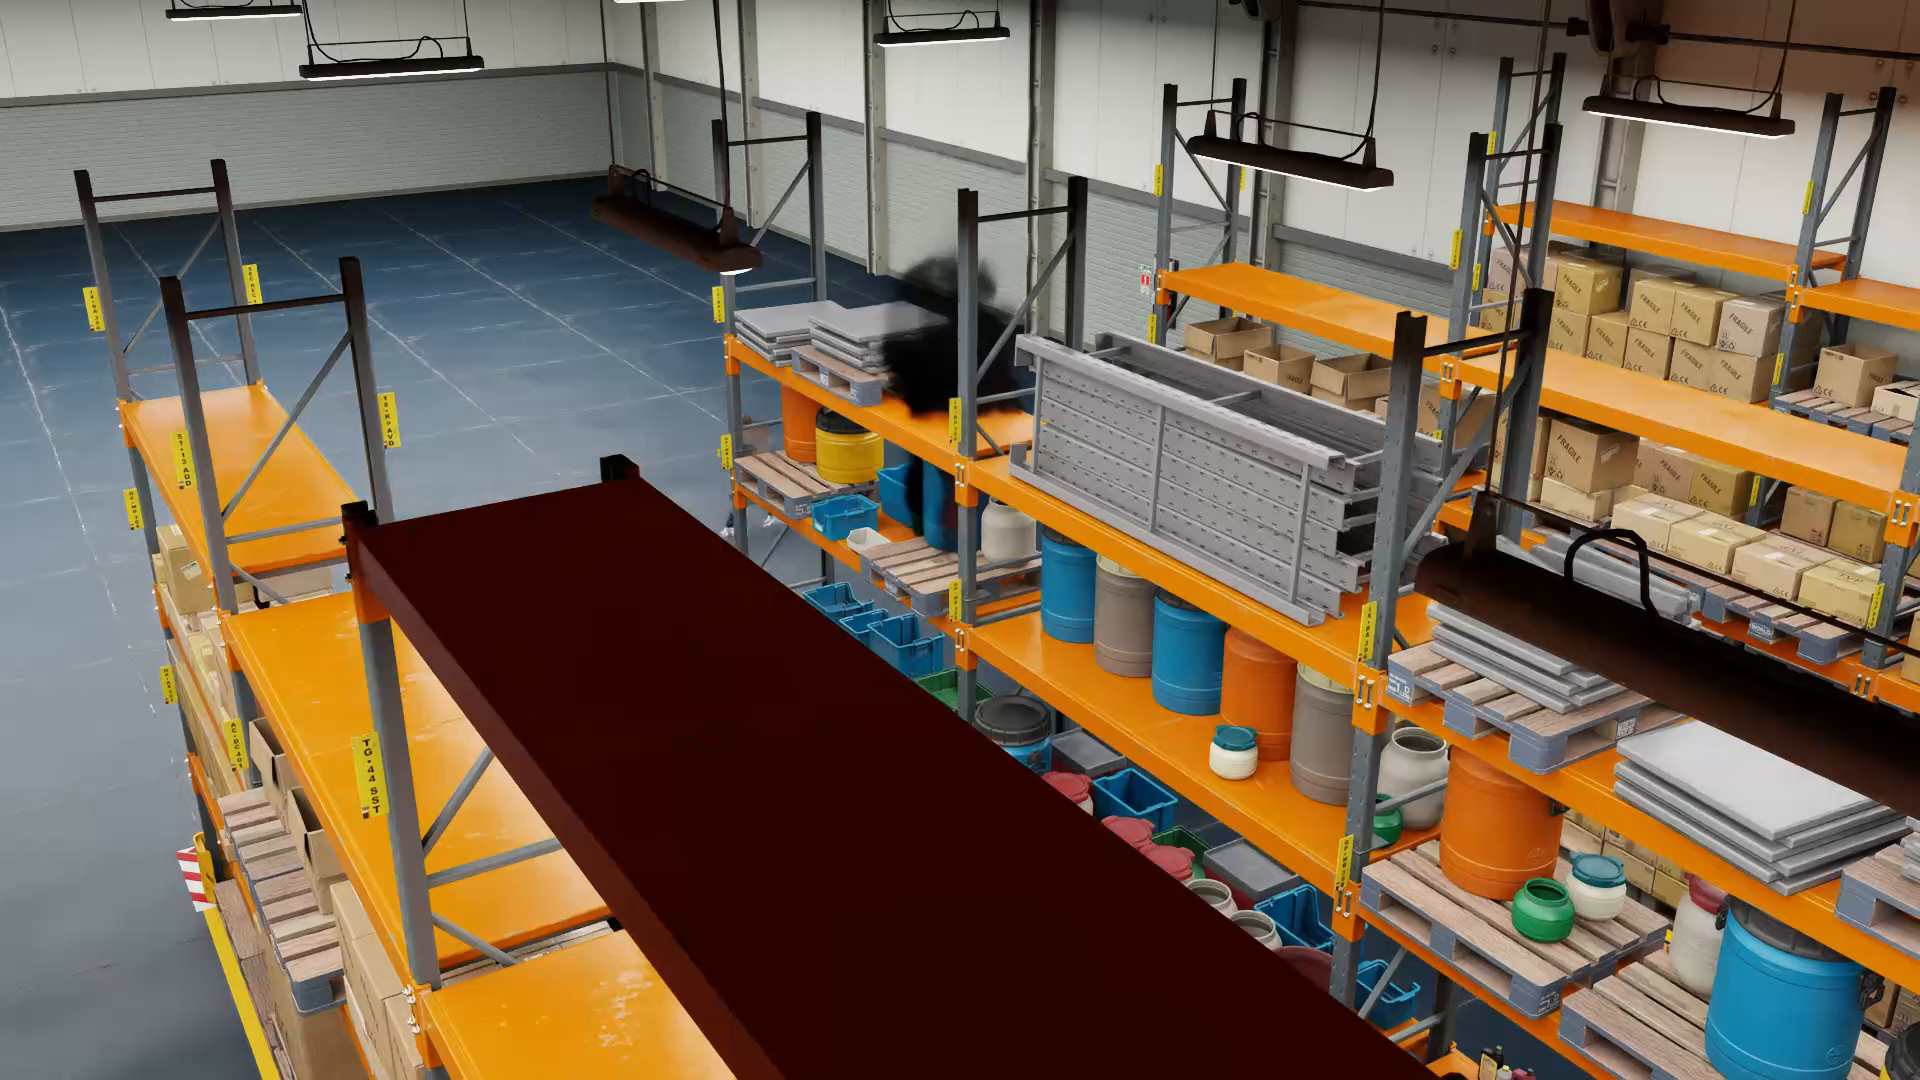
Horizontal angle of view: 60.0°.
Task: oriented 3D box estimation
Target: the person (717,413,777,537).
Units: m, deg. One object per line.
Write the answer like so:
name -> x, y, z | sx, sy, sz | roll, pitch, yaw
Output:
person -> -2.732, -0.852, 21.310 | 0.838, 1.616, 0.525 | -5, 22, -12

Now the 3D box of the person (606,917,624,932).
person -> -2.402, 2.828, 11.318 | 0.684, 1.744, 0.691 | -18, 28, -37
